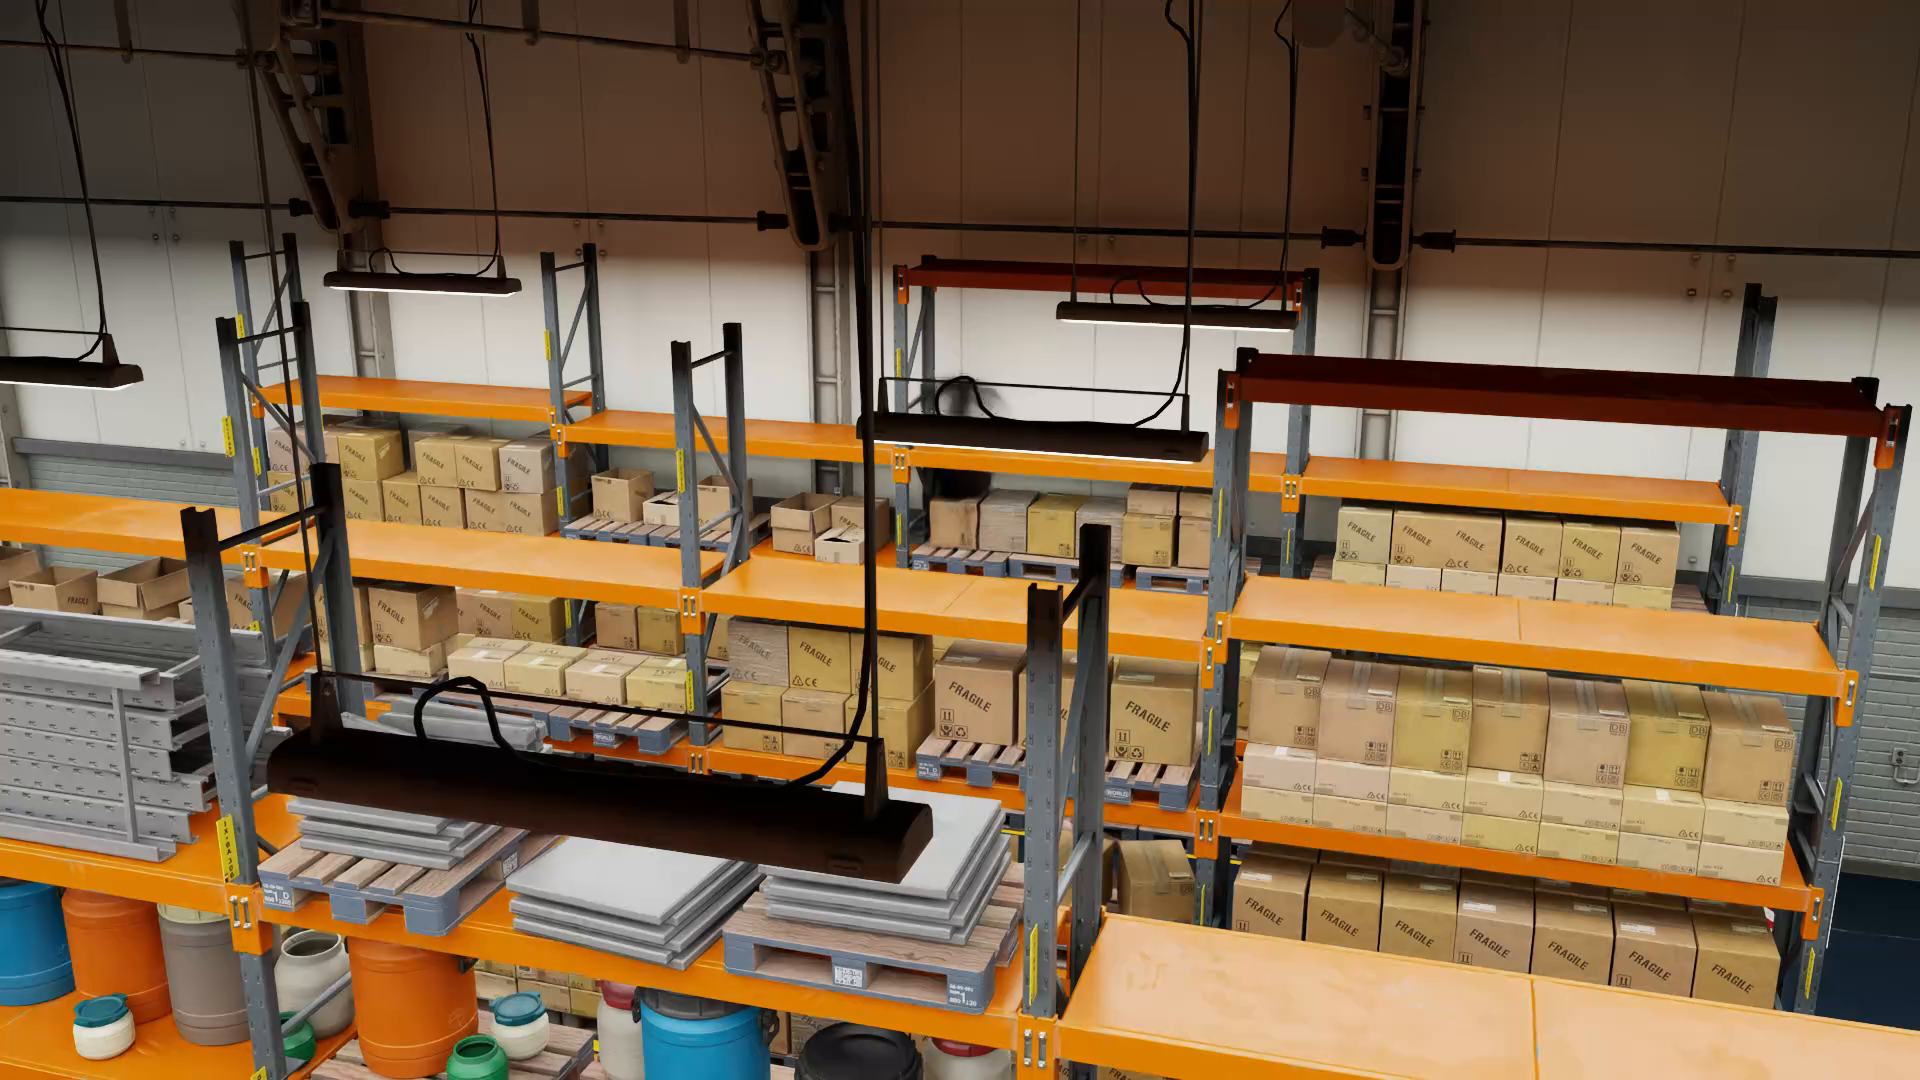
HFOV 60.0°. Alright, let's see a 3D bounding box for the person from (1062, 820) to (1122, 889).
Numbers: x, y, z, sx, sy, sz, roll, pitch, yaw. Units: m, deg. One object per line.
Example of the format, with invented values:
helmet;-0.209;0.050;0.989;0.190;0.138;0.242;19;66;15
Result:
person;1.183;3.228;14.736;1.045;1.539;0.722;11;19;34
